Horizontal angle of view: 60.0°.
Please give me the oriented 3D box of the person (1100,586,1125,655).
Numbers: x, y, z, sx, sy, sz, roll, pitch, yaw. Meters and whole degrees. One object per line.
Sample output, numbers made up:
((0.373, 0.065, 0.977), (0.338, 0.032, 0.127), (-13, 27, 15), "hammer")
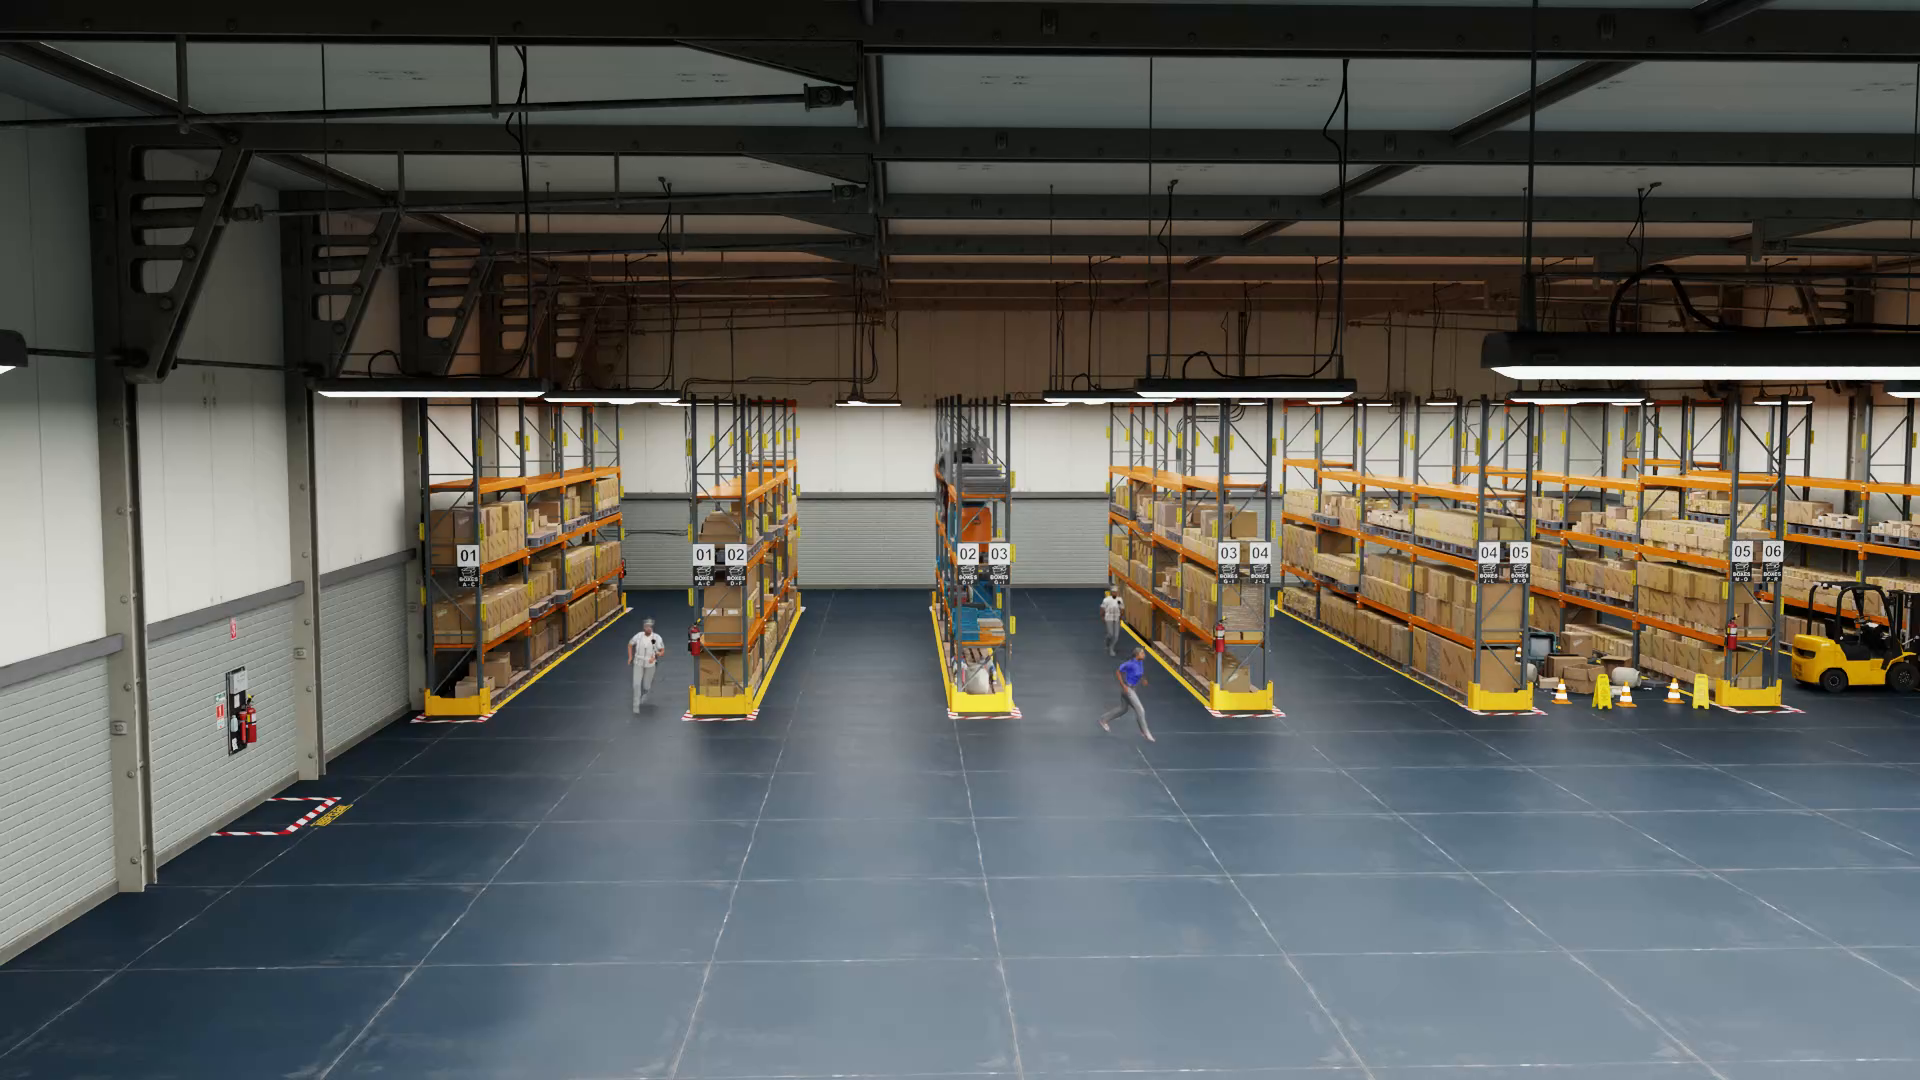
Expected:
((3.556, 1.869, 38.554), (0.559, 1.644, 0.586), (-1, 5, -8), "person")

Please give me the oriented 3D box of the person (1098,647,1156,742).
((2.890, 2.653, 28.814), (1.063, 1.655, 0.581), (2, 5, 23), "person")

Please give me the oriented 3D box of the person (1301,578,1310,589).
((10.204, 1.021, 48.785), (0.591, 1.720, 0.692), (0, 5, -6), "person")

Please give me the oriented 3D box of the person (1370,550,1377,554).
((11.536, 1.179, 46.389), (0.694, 1.822, 0.877), (-1, 5, -12), "person")

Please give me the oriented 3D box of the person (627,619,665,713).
((-5.991, 2.380, 31.732), (0.704, 1.776, 0.822), (-1, 5, -7), "person")
